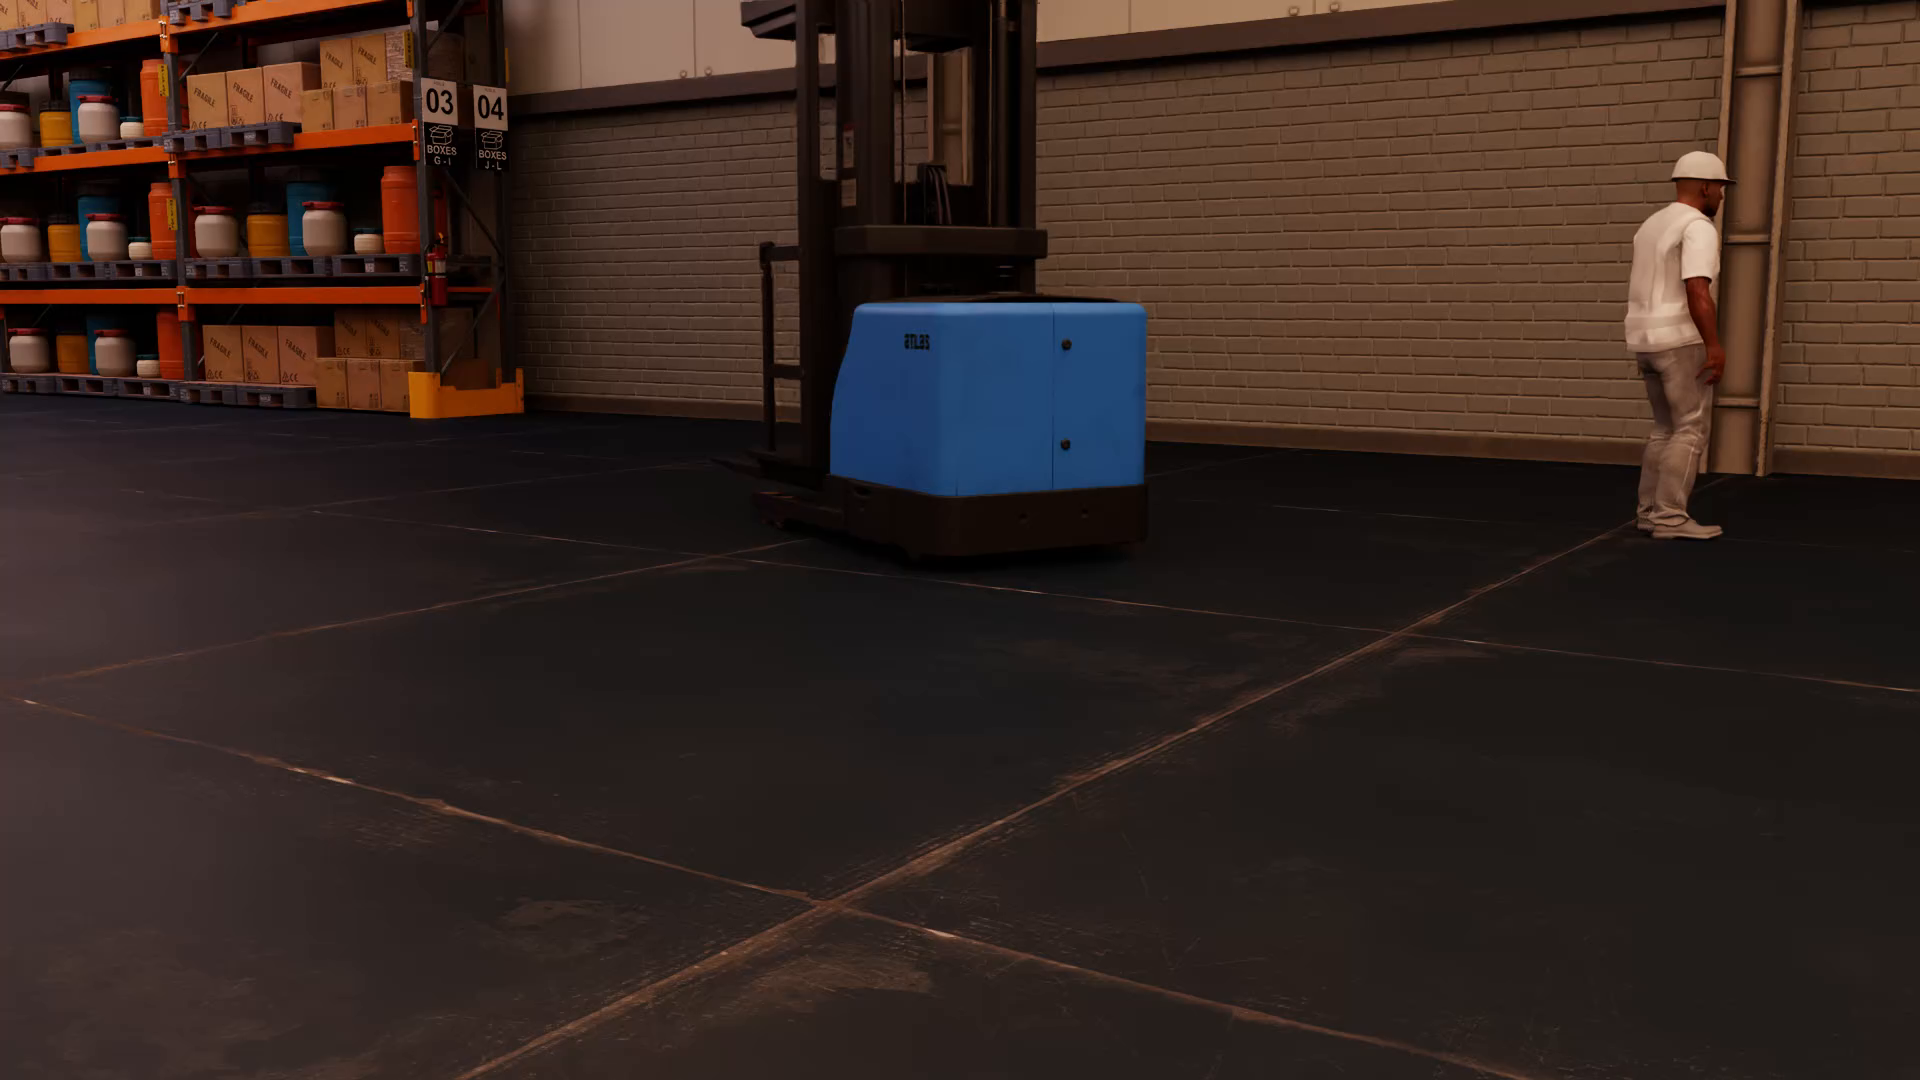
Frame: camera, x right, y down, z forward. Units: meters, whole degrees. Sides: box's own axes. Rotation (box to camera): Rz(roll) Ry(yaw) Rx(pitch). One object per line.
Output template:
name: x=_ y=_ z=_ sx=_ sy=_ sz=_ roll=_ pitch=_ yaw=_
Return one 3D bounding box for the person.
person: x=3.326 y=-0.899 z=7.690 sx=0.458 sy=1.760 sz=0.635 roll=-1 pitch=8 yaw=-5

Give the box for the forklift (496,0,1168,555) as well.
forklift: x=-0.596 y=-1.469 z=7.520 sx=3.031 sy=2.935 sz=1.130 roll=2 pitch=8 yaw=12
